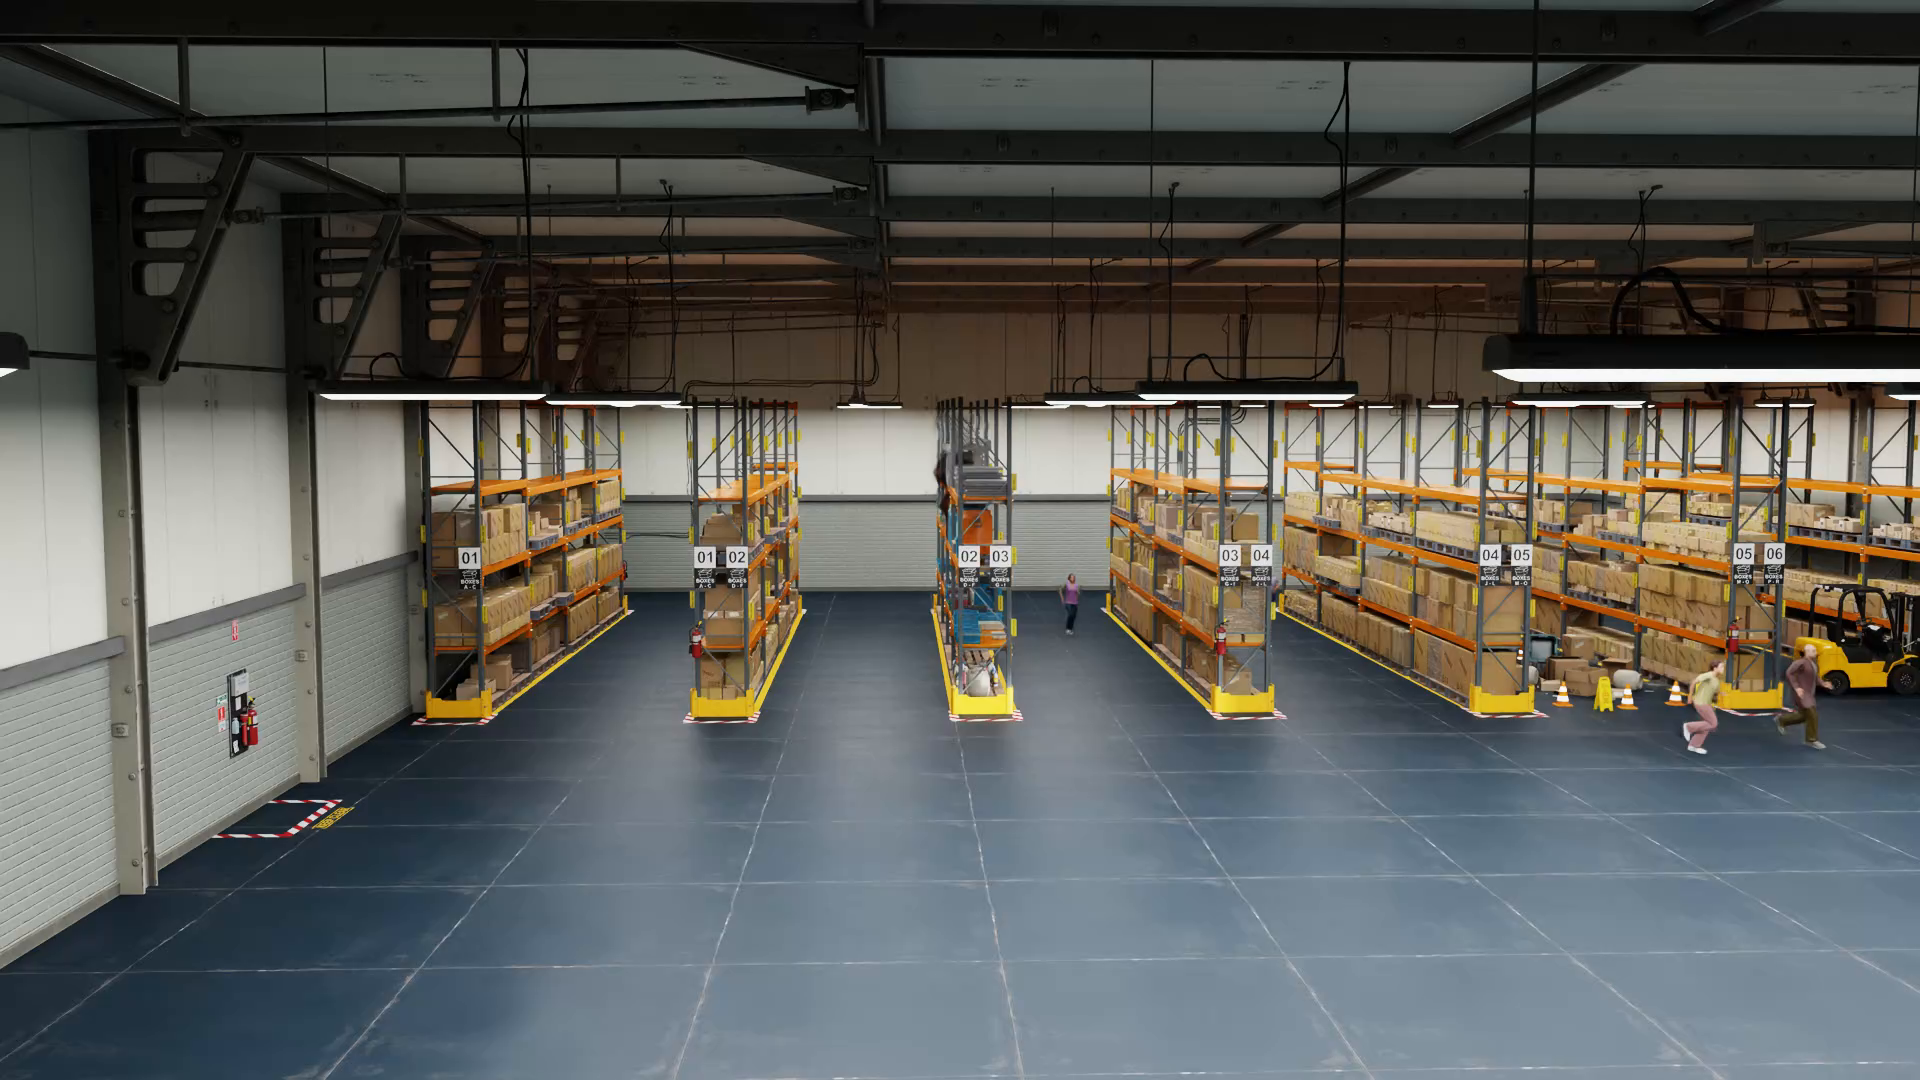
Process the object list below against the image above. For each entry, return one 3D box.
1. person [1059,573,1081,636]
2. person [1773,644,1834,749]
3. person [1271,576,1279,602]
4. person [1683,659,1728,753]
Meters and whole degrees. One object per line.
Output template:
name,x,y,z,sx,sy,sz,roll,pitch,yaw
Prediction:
person,2.834,1.646,42.421,0.505,1.592,0.662,-1,5,-16
person,14.414,2.649,28.531,0.689,1.759,0.959,-3,6,-37
person,8.162,1.514,44.029,0.586,1.613,0.583,0,4,1
person,12.522,2.783,27.922,0.674,1.597,0.571,3,5,36
